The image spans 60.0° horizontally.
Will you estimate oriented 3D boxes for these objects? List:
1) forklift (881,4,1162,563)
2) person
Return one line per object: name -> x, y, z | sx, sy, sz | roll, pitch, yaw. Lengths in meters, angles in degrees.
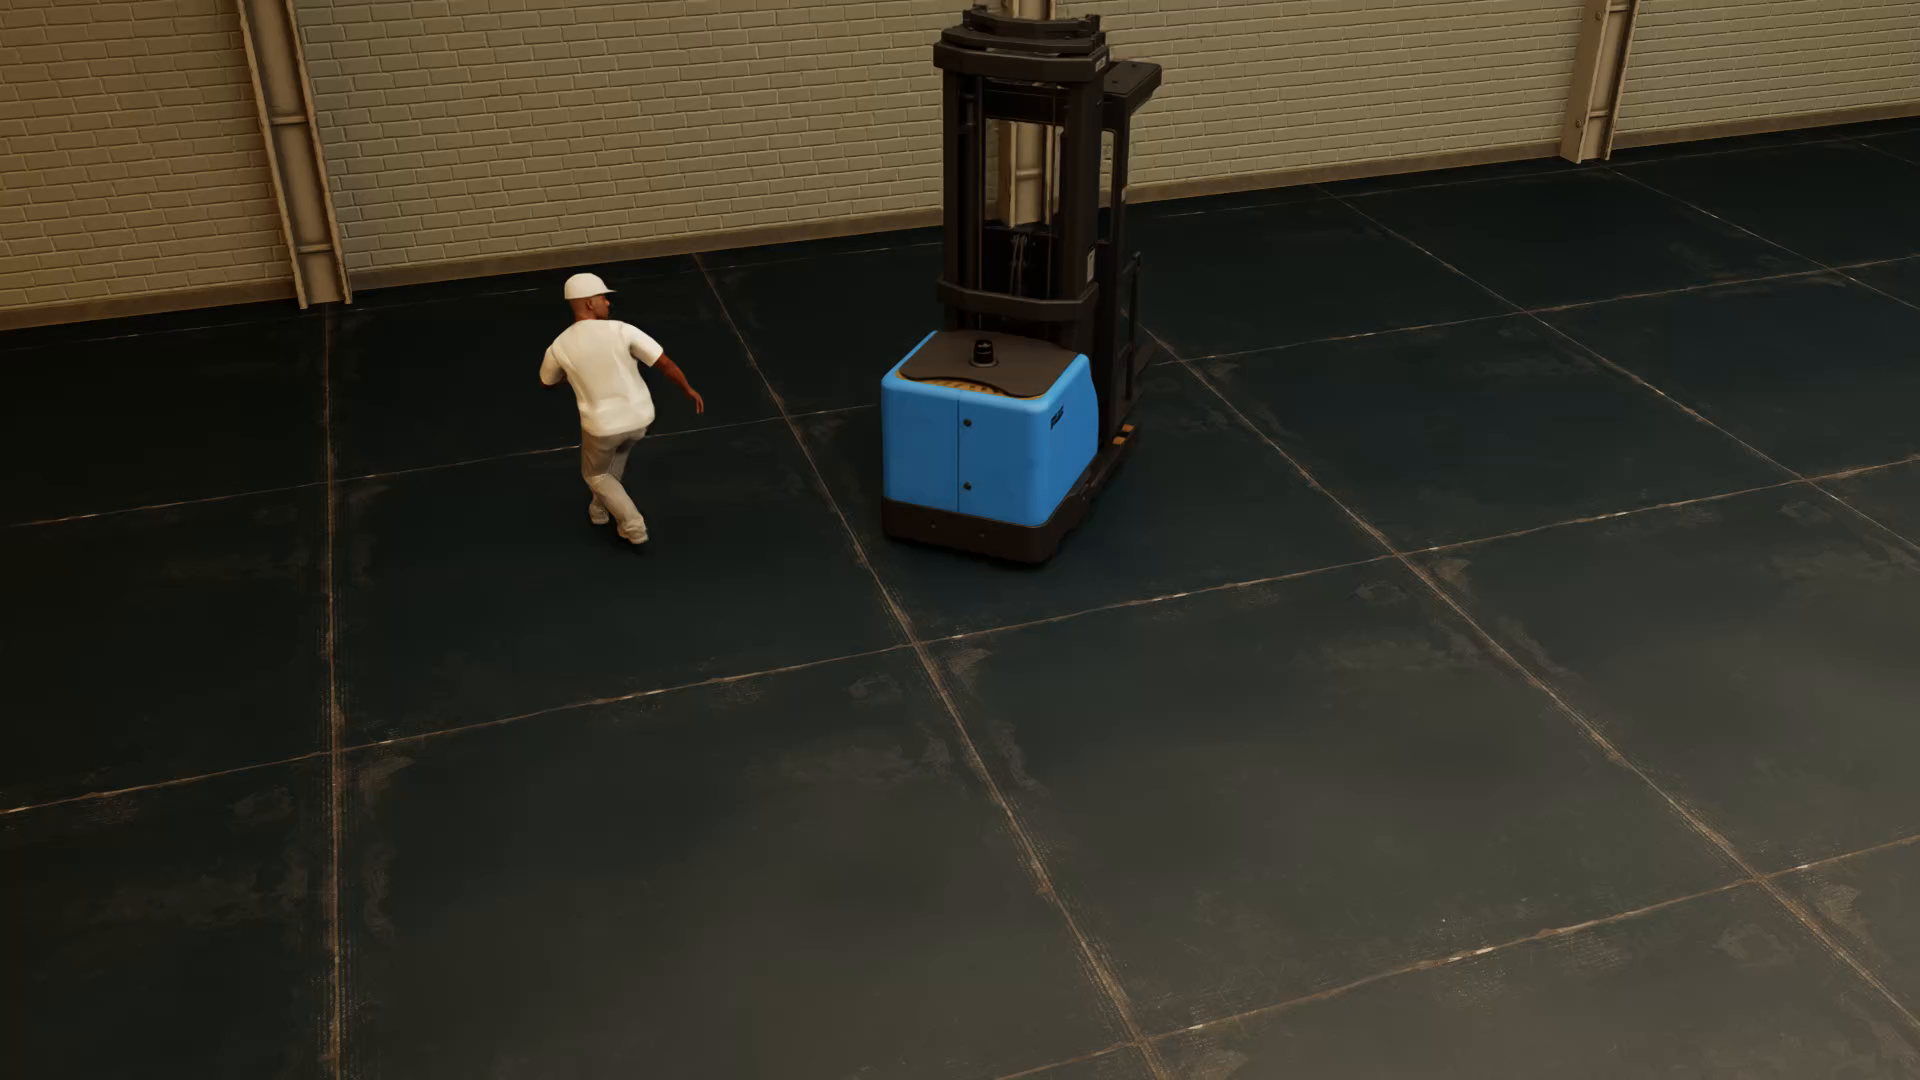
forklift -> 0.551, -1.855, 10.311 | 1.130, 2.935, 3.031 | 11, 32, 19
person -> -2.009, -0.811, 9.827 | 0.882, 1.633, 0.843 | -12, 32, -20
